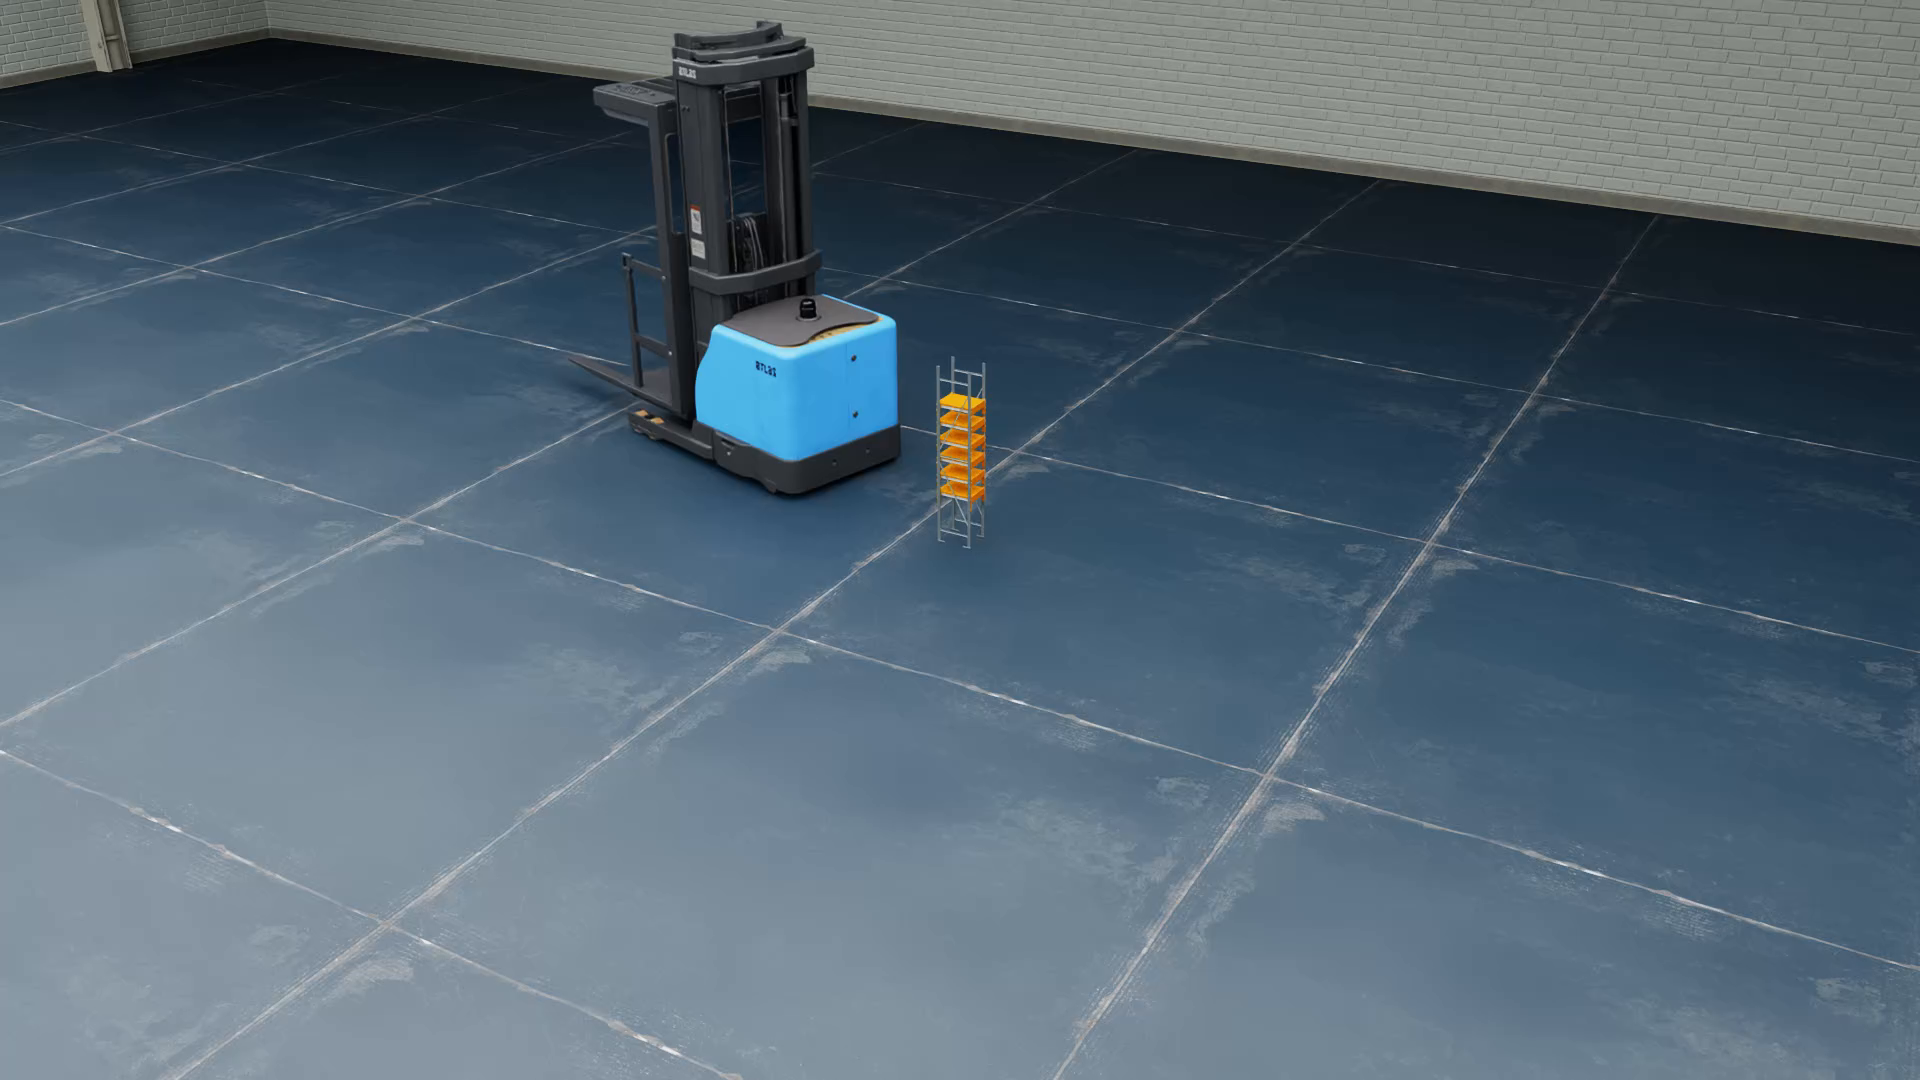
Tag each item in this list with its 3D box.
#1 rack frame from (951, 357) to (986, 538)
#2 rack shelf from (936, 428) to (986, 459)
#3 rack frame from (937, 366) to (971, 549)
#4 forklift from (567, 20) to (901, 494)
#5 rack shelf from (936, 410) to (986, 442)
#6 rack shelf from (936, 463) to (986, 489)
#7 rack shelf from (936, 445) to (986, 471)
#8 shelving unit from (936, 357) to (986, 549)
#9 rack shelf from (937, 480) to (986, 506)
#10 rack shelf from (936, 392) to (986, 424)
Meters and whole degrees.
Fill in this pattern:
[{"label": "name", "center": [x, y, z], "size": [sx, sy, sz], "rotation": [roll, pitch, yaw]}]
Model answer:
[{"label": "rack frame", "center": [0.052, -0.578, 10.564], "size": [0.240, 1.200, 0.006], "rotation": [14, 30, 26]}, {"label": "rack shelf", "center": [0.007, -0.610, 10.459], "size": [0.258, 0.103, 0.180], "rotation": [14, 30, 26]}, {"label": "rack frame", "center": [-0.038, -0.507, 10.421], "size": [0.240, 1.200, 0.006], "rotation": [14, 30, 26]}, {"label": "forklift", "center": [-1.813, -2.184, 11.839], "size": [1.130, 2.935, 3.031], "rotation": [-24, 35, -39]}, {"label": "rack shelf", "center": [0.007, -0.717, 10.405], "size": [0.258, 0.103, 0.180], "rotation": [14, 30, 26]}, {"label": "rack shelf", "center": [0.007, -0.395, 10.566], "size": [0.258, 0.103, 0.180], "rotation": [14, 30, 26]}, {"label": "rack shelf", "center": [0.007, -0.502, 10.513], "size": [0.258, 0.103, 0.180], "rotation": [14, 30, 26]}, {"label": "shelving unit", "center": [0.007, -0.542, 10.493], "size": [0.258, 1.200, 0.189], "rotation": [14, 30, 26]}, {"label": "rack shelf", "center": [0.007, -0.288, 10.620], "size": [0.258, 0.103, 0.180], "rotation": [14, 30, 26]}, {"label": "rack shelf", "center": [0.007, -0.824, 10.351], "size": [0.258, 0.103, 0.180], "rotation": [14, 30, 26]}]
